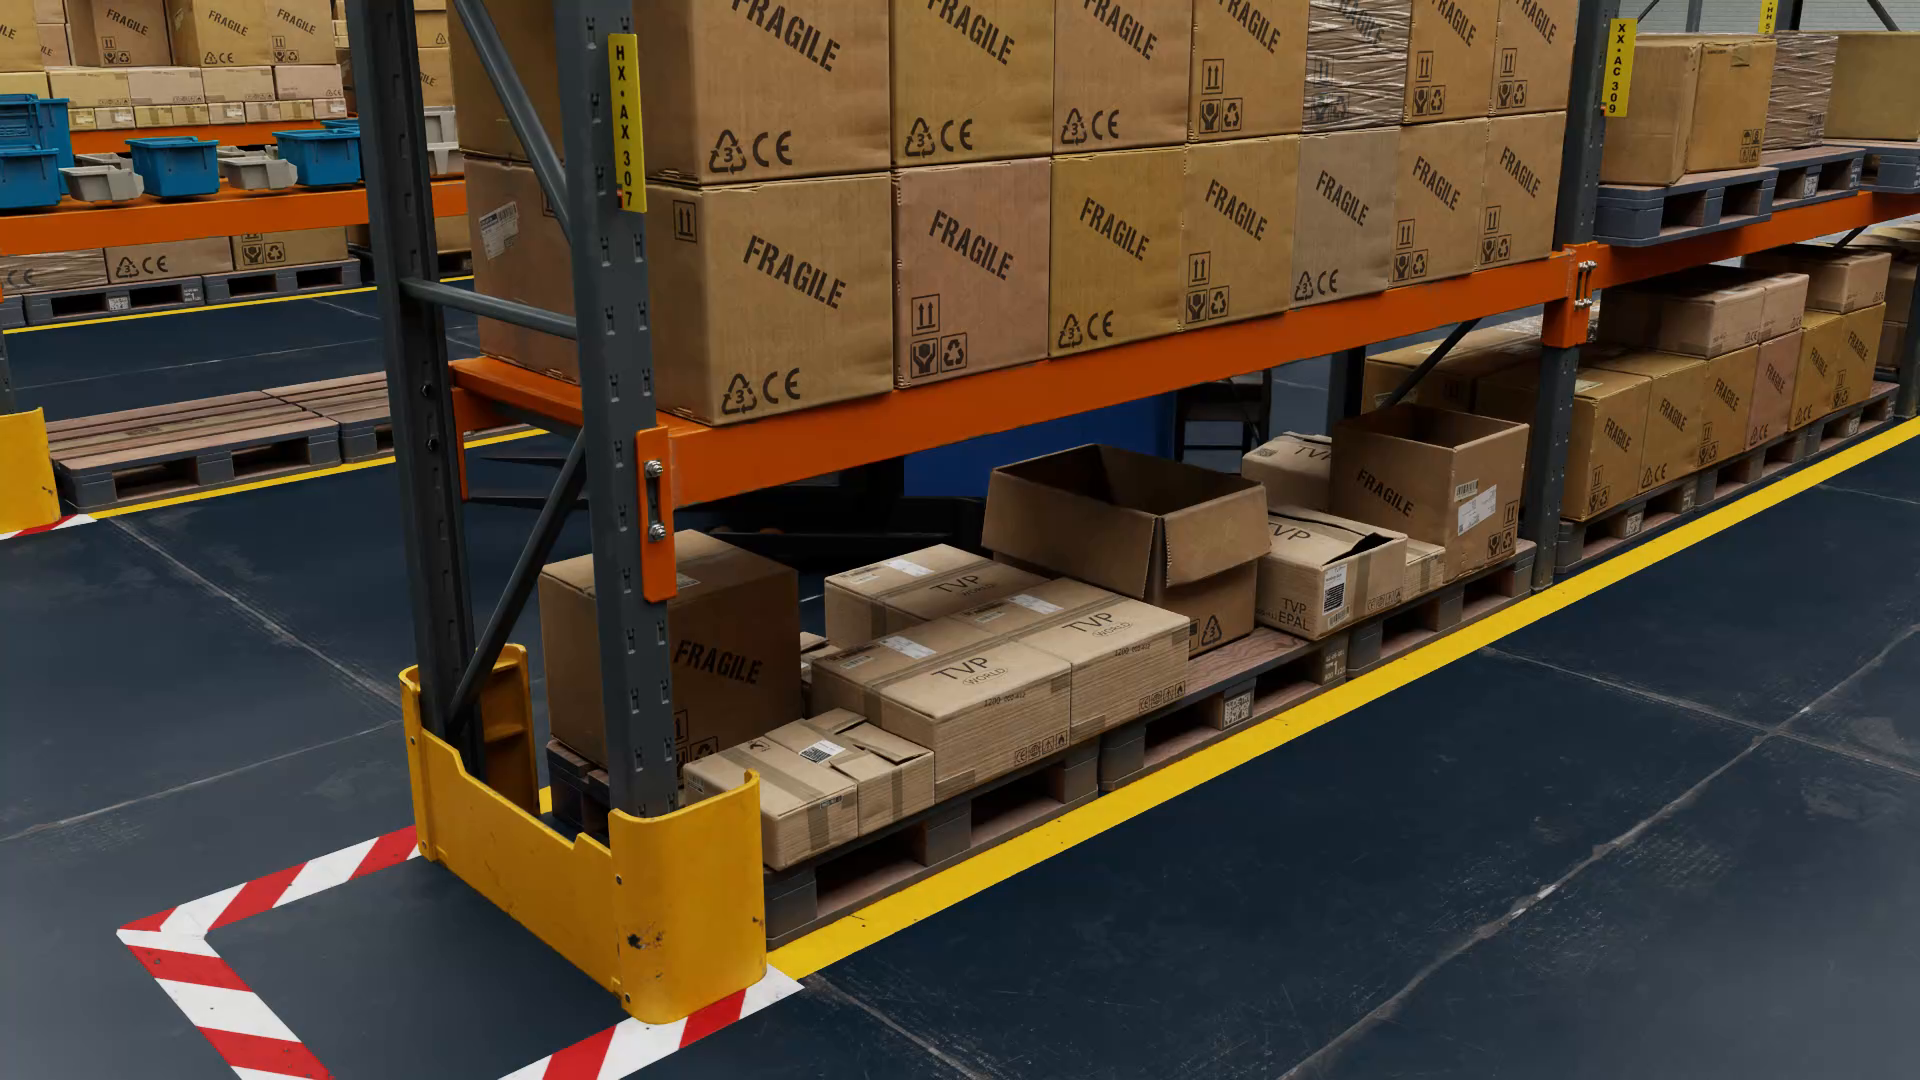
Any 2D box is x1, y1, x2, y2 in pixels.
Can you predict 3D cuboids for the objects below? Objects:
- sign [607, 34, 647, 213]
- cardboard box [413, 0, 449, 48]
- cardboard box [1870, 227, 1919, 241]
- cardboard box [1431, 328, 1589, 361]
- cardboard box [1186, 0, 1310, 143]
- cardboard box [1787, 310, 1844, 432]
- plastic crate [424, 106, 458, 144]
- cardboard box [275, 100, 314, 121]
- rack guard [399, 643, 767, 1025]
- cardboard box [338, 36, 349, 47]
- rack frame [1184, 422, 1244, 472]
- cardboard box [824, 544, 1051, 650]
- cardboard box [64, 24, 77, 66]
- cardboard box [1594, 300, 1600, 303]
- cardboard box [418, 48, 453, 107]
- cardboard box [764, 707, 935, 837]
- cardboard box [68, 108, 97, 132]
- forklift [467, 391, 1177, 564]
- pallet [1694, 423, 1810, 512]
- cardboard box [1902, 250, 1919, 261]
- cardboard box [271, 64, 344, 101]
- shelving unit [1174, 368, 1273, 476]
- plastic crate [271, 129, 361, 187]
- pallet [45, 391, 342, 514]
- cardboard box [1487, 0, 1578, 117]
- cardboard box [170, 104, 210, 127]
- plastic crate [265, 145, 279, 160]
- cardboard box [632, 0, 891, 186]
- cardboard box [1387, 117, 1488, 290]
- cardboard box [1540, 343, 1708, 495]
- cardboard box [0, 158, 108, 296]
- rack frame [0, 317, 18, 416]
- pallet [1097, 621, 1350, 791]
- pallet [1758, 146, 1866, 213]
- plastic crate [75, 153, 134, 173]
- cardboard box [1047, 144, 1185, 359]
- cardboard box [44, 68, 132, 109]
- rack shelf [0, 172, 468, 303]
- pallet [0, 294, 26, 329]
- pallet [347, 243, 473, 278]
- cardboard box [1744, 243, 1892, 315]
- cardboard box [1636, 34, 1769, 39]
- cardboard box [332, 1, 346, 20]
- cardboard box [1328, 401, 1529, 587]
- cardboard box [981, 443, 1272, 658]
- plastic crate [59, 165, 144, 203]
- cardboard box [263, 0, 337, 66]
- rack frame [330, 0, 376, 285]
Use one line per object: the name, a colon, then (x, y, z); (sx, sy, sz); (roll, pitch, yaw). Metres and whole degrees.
sign: (-0.632, -0.788, 3.147); (0.005, 0.325, 0.100); (-16, 24, -41)
cardboard box: (-4.443, -4.228, 13.372); (0.637, 0.503, 0.797); (-17, 25, -42)
cardboard box: (6.127, -1.841, 10.667); (0.500, 0.311, 0.500); (-15, 23, -39)
cardboard box: (2.429, -0.637, 7.425); (0.500, 0.500, 0.500); (-16, 24, -41)
cardboard box: (0.609, -1.381, 4.597); (0.500, 0.500, 0.500); (-17, 24, -41)
cardboard box: (3.914, -0.852, 8.090); (0.500, 0.500, 0.500); (17, 24, 42)
plastic crate: (-2.735, -2.146, 8.834); (0.530, 0.282, 0.437); (-16, 24, -41)
cardboard box: (-5.085, -3.254, 12.564); (0.250, 0.149, 0.380); (-16, 24, -40)
rack guard: (-0.949, 0.676, 4.091); (0.348, 0.500, 1.175); (-16, 24, -41)
cardboard box: (-6.499, -5.233, 17.505); (0.250, 0.149, 0.380); (-17, 24, -42)
rack frame: (1.168, -1.297, 7.579); (0.400, 2.100, 0.015); (0, 18, 1)
cardboard box: (-0.068, 0.236, 5.137); (0.500, 0.250, 0.500); (-16, 24, -41)
cardboard box: (-8.393, -4.722, 16.041); (0.500, 0.500, 0.500); (-16, 24, -41)
cardboard box: (3.537, -0.963, 8.431); (0.500, 0.500, 0.500); (-17, 24, -42)
cardboard box: (-4.395, -3.655, 13.232); (0.500, 0.500, 0.500); (-16, 24, -41)
cardboard box: (-0.283, 0.576, 4.224); (0.250, 0.166, 0.380); (-16, 24, -41)
cardboard box: (-6.207, -2.926, 11.554); (0.250, 0.149, 0.380); (-17, 25, -42)
forklift: (-0.639, -1.436, 6.662); (3.031, 2.935, 1.130); (1, 18, 3)
pallet: (3.354, -0.459, 8.059); (1.213, 0.211, 1.003); (-16, 24, -41)
cardboard box: (5.767, -1.510, 9.645); (0.500, 0.311, 0.500); (-17, 25, -42)
cardboard box: (-5.042, -3.484, 12.627); (0.500, 0.250, 0.500); (-17, 24, -42)
shelving unit: (1.162, -1.222, 7.347); (0.431, 2.100, 0.503); (0, 18, 1)
plastic crate: (-3.043, -1.815, 7.892); (0.300, 0.233, 0.416); (-16, 24, -41)
pallet: (-3.779, -0.448, 8.024); (1.213, 0.211, 1.003); (-16, 24, -41)
cardboard box: (1.712, -1.703, 5.591); (0.500, 0.500, 0.500); (-16, 24, -41)
cardboard box: (-5.645, -3.090, 12.059); (0.250, 0.149, 0.380); (-16, 24, -40)
plastic crate: (-3.328, -1.914, 8.356); (0.250, 0.136, 0.298); (-16, 24, -41)
cardboard box: (-0.501, -1.056, 3.594); (0.500, 0.500, 0.500); (-15, 23, -39)
cardboard box: (1.341, -1.120, 5.412); (0.500, 0.500, 0.500); (-15, 23, -39)
cardboard box: (2.801, -0.529, 7.091); (0.500, 0.500, 0.500); (-16, 24, -40)
cardboard box: (-6.737, -2.254, 11.836); (0.875, 0.875, 0.875); (-16, 24, -41)
rack frame: (-4.405, -1.608, 7.082); (0.127, 3.000, 1.000); (-16, 24, -41)
pallet: (0.516, 0.387, 5.450); (1.213, 0.211, 1.003); (-16, 24, -41)
pallet: (3.398, -1.688, 7.639); (1.213, 0.211, 1.003); (-16, 24, -41)
plastic crate: (-3.937, -1.725, 7.771); (0.243, 0.136, 0.396); (-16, 24, -41)
cardboard box: (0.237, -0.796, 4.415); (0.500, 0.500, 0.500); (-16, 24, -41)
cardboard box: (-6.157, -3.159, 11.624); (0.500, 0.250, 0.500); (-17, 24, -42)
rack shelf: (-2.952, -1.690, 8.500); (4.000, 0.370, 1.077); (-16, 24, -41)
pallet: (-7.281, -1.579, 11.512); (1.213, 0.211, 1.003); (-16, 24, -41)
pallet: (-4.393, -2.420, 14.106); (1.213, 0.211, 1.003); (-16, 24, -41)
cardboard box: (4.252, -1.306, 8.273); (0.500, 0.250, 0.500); (-15, 23, -39)
cardboard box: (3.143, -1.981, 7.387); (0.700, 0.500, 0.500); (11, 21, 30)
cardboard box: (-8.318, -7.067, 22.591); (0.500, 0.500, 0.500); (17, 25, 42)
cardboard box: (1.683, -0.181, 6.019); (0.500, 0.500, 0.500); (-16, 24, -41)
cardboard box: (0.540, 0.032, 5.355); (0.637, 0.503, 0.797); (-16, 24, -41)
plastic crate: (-3.709, -1.539, 7.199); (0.298, 0.136, 0.250); (-16, 24, -41)
cardboard box: (-5.052, -3.835, 12.496); (0.500, 0.500, 0.500); (-15, 23, -39)
rack frame: (-4.901, -3.566, 13.119); (0.127, 3.000, 1.000); (-16, 24, -41)
